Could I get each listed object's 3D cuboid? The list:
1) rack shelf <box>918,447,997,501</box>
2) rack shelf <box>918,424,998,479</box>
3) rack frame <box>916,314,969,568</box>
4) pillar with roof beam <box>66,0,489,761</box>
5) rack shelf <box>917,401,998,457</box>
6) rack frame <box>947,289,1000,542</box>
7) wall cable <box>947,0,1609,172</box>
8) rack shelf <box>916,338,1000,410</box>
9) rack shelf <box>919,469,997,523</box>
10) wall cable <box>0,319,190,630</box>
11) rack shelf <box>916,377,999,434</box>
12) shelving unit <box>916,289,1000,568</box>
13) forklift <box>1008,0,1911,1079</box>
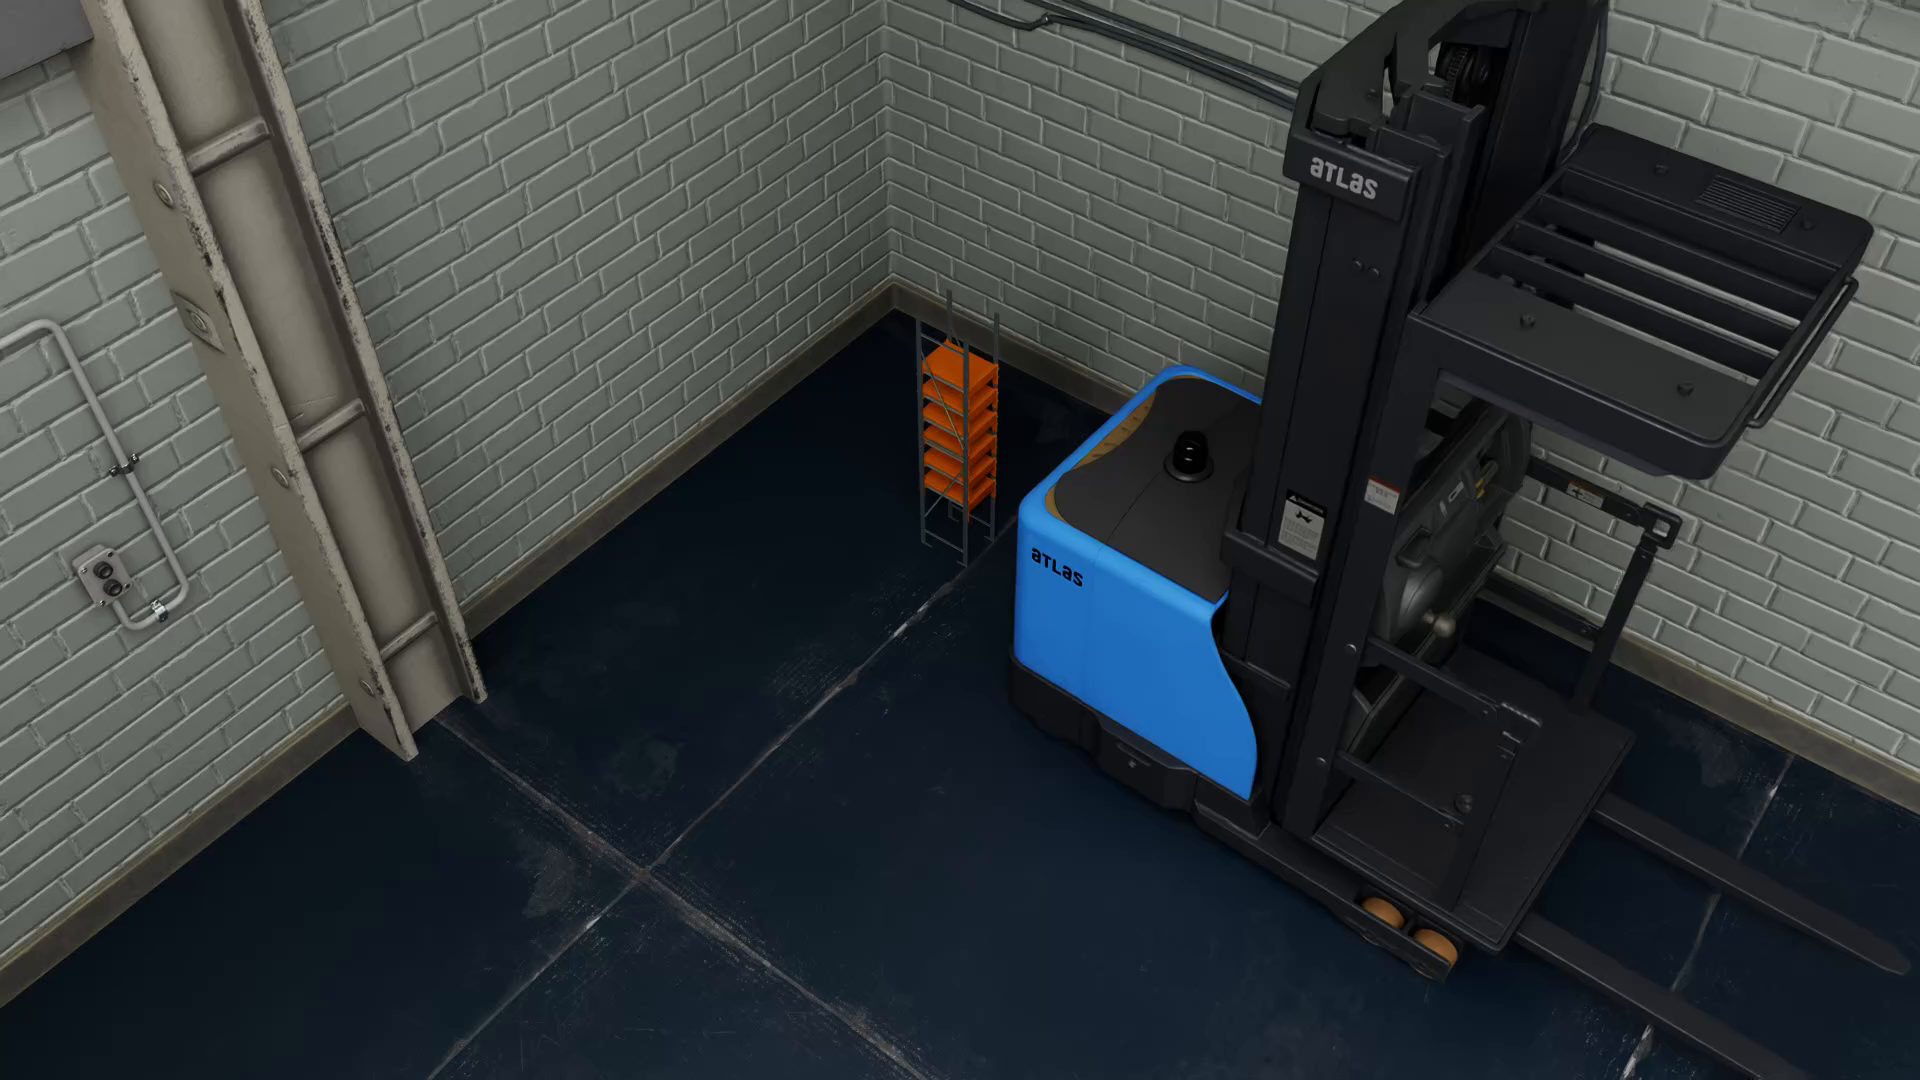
[{"bbox_3d":[-0.009,-0.293,6.592,0.258,0.103,0.180,29,53,25],"label":"rack shelf"},{"bbox_3d":[-0.009,-0.375,6.505,0.258,0.103,0.180,29,53,25],"label":"rack shelf"},{"bbox_3d":[-0.065,-0.354,6.423,0.240,1.200,0.006,29,53,25],"label":"rack frame"},{"bbox_3d":[1.368,-0.567,1.233,9.100,9.000,0.400,29,53,25],"label":"pillar with roof beam"},{"bbox_3d":[-0.009,-0.458,6.418,0.258,0.103,0.180,29,53,25],"label":"rack shelf"},{"bbox_3d":[0.047,-0.459,6.523,0.240,1.200,0.006,29,53,25],"label":"rack frame"},{"bbox_3d":[0.736,-2.549,5.273,3.097,2.526,0.112,29,53,25],"label":"wall cable"},{"bbox_3d":[-0.009,-0.624,6.245,0.258,0.103,0.180,29,53,25],"label":"rack shelf"},{"bbox_3d":[-0.009,-0.210,6.679,0.258,0.103,0.180,29,53,25],"label":"rack shelf"},{"bbox_3d":[-2.970,0.028,4.111,0.084,1.984,1.851,29,53,25],"label":"wall cable"},{"bbox_3d":[-0.009,-0.541,6.332,0.258,0.103,0.180,29,53,25],"label":"rack shelf"},{"bbox_3d":[-0.009,-0.406,6.473,0.258,1.200,0.189,29,53,25],"label":"shelving unit"},{"bbox_3d":[1.649,0.001,4.886,3.031,2.935,1.130,30,53,25],"label":"forklift"}]
